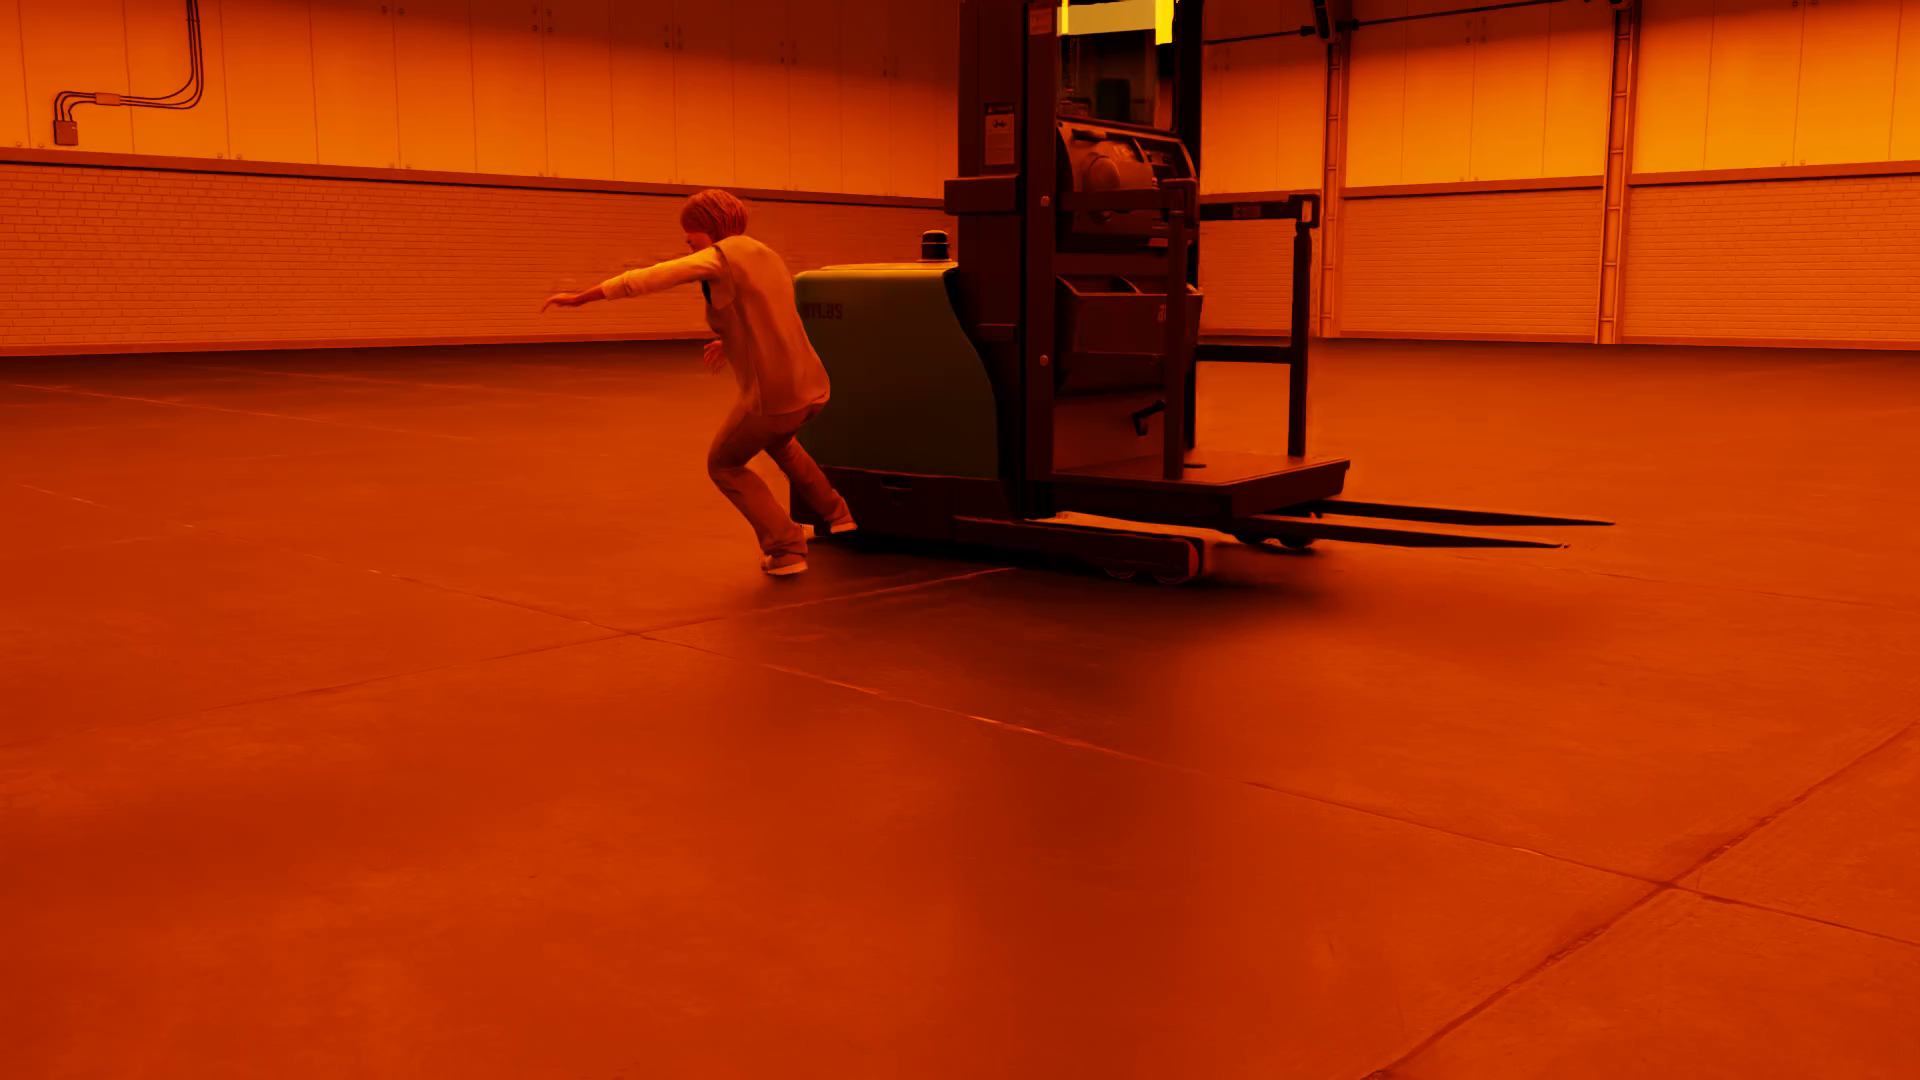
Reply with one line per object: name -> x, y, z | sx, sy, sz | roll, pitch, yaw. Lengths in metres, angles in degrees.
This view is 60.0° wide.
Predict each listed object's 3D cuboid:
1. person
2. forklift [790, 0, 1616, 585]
person -> -0.782, -0.555, 5.938 | 0.770, 1.362, 1.253 | 4, 10, 27
forklift -> 0.802, -1.383, 6.059 | 3.031, 2.935, 1.130 | 6, 11, 36
